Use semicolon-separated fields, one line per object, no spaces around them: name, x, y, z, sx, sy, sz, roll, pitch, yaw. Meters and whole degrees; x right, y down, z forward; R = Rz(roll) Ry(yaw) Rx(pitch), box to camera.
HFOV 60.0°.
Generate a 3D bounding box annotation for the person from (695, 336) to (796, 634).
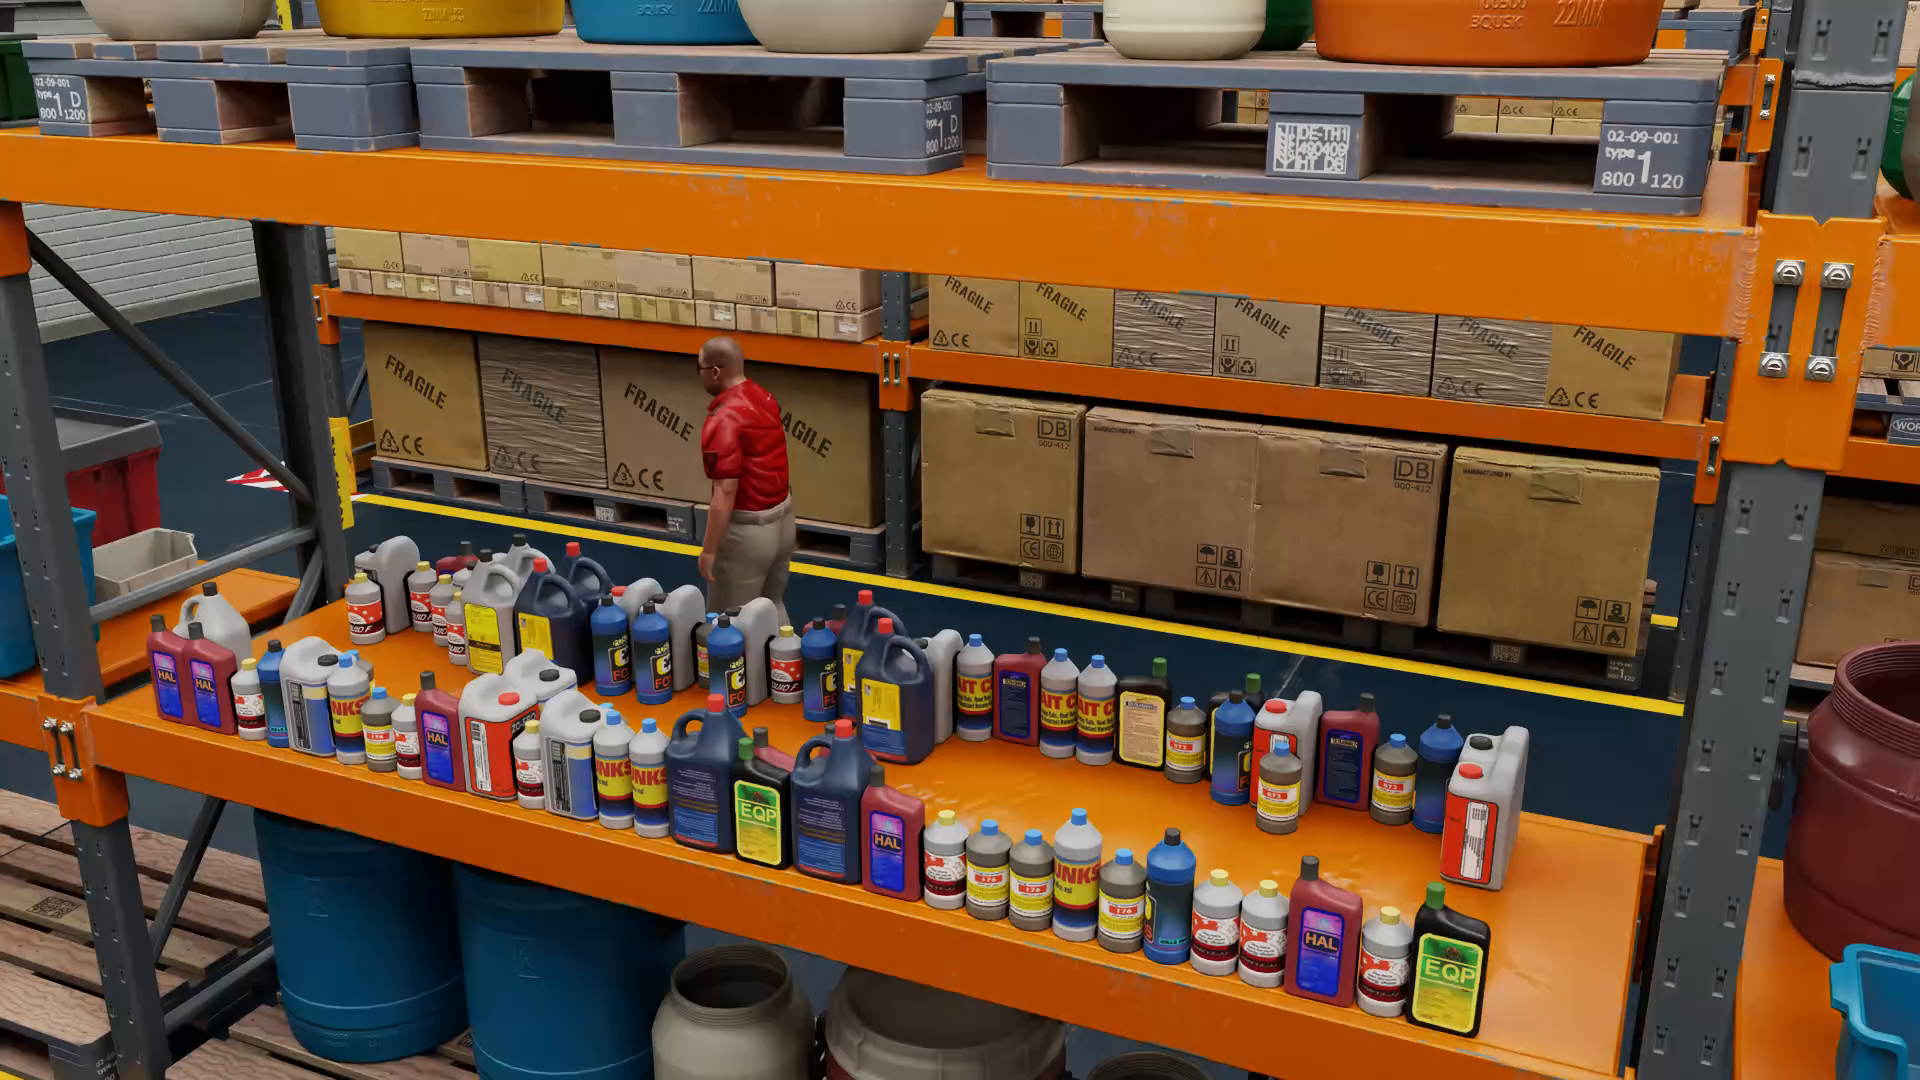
person;-0.925;-0.025;7.156;0.385;1.728;0.604;7;20;20
